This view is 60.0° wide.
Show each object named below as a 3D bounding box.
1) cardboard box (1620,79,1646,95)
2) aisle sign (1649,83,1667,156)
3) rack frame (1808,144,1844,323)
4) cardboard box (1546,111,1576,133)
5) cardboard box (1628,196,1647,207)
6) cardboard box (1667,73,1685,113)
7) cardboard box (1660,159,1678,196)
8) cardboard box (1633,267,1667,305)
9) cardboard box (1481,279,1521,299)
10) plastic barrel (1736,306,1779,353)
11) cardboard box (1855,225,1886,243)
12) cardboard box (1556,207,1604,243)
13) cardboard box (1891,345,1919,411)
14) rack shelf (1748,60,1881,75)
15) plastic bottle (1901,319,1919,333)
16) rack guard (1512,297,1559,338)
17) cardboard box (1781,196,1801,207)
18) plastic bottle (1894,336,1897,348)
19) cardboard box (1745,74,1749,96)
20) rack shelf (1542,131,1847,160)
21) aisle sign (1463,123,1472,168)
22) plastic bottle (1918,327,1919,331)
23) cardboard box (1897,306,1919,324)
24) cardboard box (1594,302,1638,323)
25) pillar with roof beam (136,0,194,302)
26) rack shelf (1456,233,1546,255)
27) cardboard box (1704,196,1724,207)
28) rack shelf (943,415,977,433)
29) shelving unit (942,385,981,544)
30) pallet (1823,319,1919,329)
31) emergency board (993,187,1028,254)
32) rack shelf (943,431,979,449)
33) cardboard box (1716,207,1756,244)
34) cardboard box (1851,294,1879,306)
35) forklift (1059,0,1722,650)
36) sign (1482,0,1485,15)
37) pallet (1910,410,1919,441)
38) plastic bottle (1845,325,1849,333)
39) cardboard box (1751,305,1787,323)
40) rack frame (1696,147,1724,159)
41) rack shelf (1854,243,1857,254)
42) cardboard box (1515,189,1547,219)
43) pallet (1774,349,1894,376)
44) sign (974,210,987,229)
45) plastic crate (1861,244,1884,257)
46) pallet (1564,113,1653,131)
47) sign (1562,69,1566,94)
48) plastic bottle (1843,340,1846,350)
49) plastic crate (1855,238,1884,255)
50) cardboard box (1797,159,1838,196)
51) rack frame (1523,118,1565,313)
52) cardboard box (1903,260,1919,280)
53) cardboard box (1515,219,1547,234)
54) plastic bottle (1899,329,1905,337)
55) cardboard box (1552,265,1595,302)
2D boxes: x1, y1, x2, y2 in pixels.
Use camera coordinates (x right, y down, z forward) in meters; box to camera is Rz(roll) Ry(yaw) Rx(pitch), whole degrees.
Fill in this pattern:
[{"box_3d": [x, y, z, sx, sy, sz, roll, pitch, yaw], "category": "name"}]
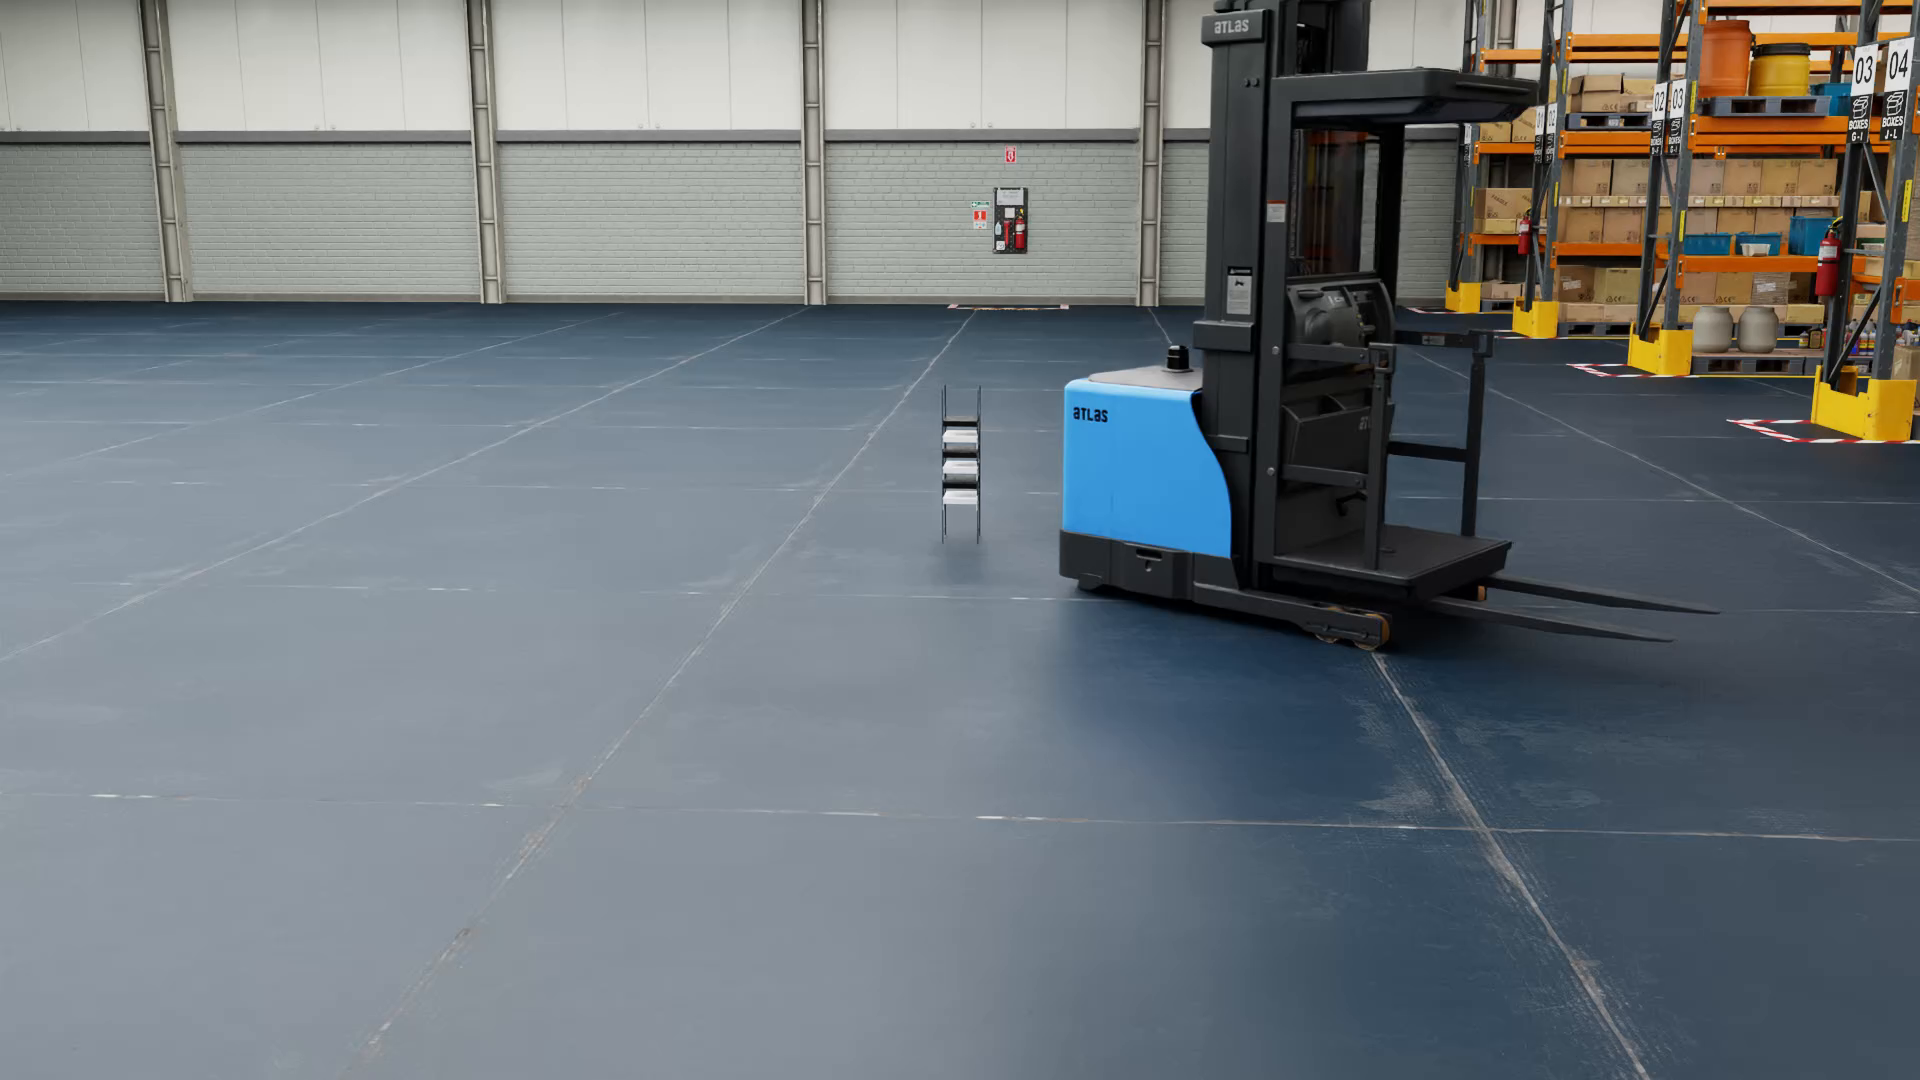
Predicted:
[{"box_3d": [11.003, -7.360, 27.564, 0.500, 0.500, 0.500, 0, 12, 2], "category": "cardboard box"}, {"box_3d": [7.885, -4.746, 18.783, 0.004, 0.787, 0.394, 1, 12, 4], "category": "aisle sign"}, {"box_3d": [12.263, -4.369, 23.330, 0.127, 3.000, 1.000, 1, 12, 4], "category": "rack frame"}, {"box_3d": [9.968, -6.887, 27.745, 0.500, 0.500, 0.500, 1, 12, 6], "category": "cardboard box"}, {"box_3d": [9.413, -4.731, 23.228, 0.250, 0.149, 0.380, 1, 12, 3], "category": "cardboard box"}, {"box_3d": [9.911, -6.137, 22.842, 0.500, 0.500, 0.500, 1, 12, 4], "category": "cardboard box"}, {"box_3d": [9.818, -5.086, 23.341, 0.500, 0.500, 0.700, 1, 12, 4], "category": "cardboard box"}, {"box_3d": [9.791, -3.587, 23.450, 0.500, 0.500, 0.500, 1, 12, 4], "category": "cardboard box"}, {"box_3d": [9.284, -4.308, 28.527, 0.500, 0.311, 0.500, -1, 12, -3], "category": "cardboard box"}, {"box_3d": [9.099, -2.400, 18.965, 0.421, 0.512, 0.421, 0, 12, 0], "category": "plastic barrel"}, {"box_3d": [12.757, -4.298, 23.356, 0.500, 0.250, 0.500, 2, 12, 7], "category": "cardboard box"}, {"box_3d": [8.737, -4.464, 23.539, 0.500, 0.500, 0.700, 1, 12, 4], "category": "cardboard box"}, {"box_3d": [8.228, -1.371, 14.073, 0.500, 0.500, 0.500, 3, 12, 14], "category": "cardboard box"}, {"box_3d": [14.586, -7.743, 27.538, 4.000, 0.370, 1.077, 1, 12, 4], "category": "rack shelf"}, {"box_3d": [10.962, -2.375, 19.190, 0.185, 0.351, 0.144, 0, 12, 1], "category": "plastic bottle"}, {"box_3d": [8.248, -3.201, 23.849, 0.348, 0.500, 1.175, 1, 12, 4], "category": "rack guard"}, {"box_3d": [11.469, -4.703, 23.095, 0.250, 0.149, 0.380, 0, 12, 2], "category": "cardboard box"}, {"box_3d": [10.369, -2.195, 18.524, 0.097, 0.271, 0.097, 0, 12, 0], "category": "plastic bottle"}, {"box_3d": [10.628, -6.211, 23.186, 0.637, 0.503, 0.797, 2, 12, 10], "category": "cardboard box"}, {"box_3d": [10.268, -5.513, 23.228, 4.000, 0.370, 1.077, 1, 12, 4], "category": "rack shelf"}, {"box_3d": [8.507, -6.648, 27.876, 0.004, 0.787, 0.394, 1, 12, 4], "category": "aisle sign"}, {"box_3d": [10.998, -2.311, 19.077, 0.097, 0.271, 0.097, 0, 12, 0], "category": "plastic bottle"}, {"box_3d": [13.159, -3.166, 23.266, 0.500, 0.250, 0.500, 1, 12, 5], "category": "cardboard box"}, {"box_3d": [9.291, -3.225, 23.549, 0.500, 0.250, 0.500, 1, 12, 4], "category": "cardboard box"}, {"box_3d": [-14.879, -7.989, 25.980, 0.400, 9.000, 9.100, 1, 12, 4], "category": "pillar with roof beam"}, {"box_3d": [10.595, -5.057, 28.373, 4.000, 0.370, 1.077, 1, 12, 4], "category": "rack shelf"}, {"box_3d": [10.445, -4.717, 23.161, 0.250, 0.149, 0.380, 1, 12, 6], "category": "cardboard box"}, {"box_3d": [0.008, -0.672, 9.627, 0.200, 0.077, 0.258, 1, 12, 4], "category": "rack shelf"}, {"box_3d": [0.008, -0.440, 9.675, 0.210, 0.900, 0.258, 1, 12, 4], "category": "shelving unit"}, {"box_3d": [13.001, -3.002, 23.606, 1.213, 0.211, 1.003, 1, 12, 4], "category": "pallet"}, {"box_3d": [0.906, -5.727, 29.821, 0.643, 1.169, 0.194, 1, 12, 4], "category": "emergency board"}, {"box_3d": [0.008, -0.584, 9.645, 0.200, 0.077, 0.258, 1, 12, 4], "category": "rack shelf"}, {"box_3d": [10.793, -4.437, 23.408, 0.500, 0.500, 0.700, 1, 12, 5], "category": "cardboard box"}, {"box_3d": [12.659, -3.447, 23.241, 0.500, 0.311, 0.500, 1, 12, 4], "category": "cardboard box"}, {"box_3d": [1.951, -1.063, 7.693, 3.031, 2.935, 1.130, 10, 16, 40], "category": "forklift"}, {"box_3d": [8.563, -8.758, 27.182, 0.005, 0.325, 0.100, 1, 12, 4], "category": "sign"}, {"box_3d": [8.490, -1.016, 14.110, 1.213, 0.211, 1.003, 1, 12, 4], "category": "pallet"}, {"box_3d": [10.187, -2.348, 19.244, 0.135, 0.276, 0.152, 0, 12, 2], "category": "plastic bottle"}, {"box_3d": [11.288, -3.200, 23.428, 0.500, 0.250, 0.500, 1, 12, 4], "category": "cardboard box"}, {"box_3d": [12.590, -5.381, 28.169, 0.127, 3.000, 1.000, 1, 12, 4], "category": "rack frame"}, {"box_3d": [14.259, -3.990, 23.273, 4.000, 0.370, 1.077, 1, 12, 4], "category": "rack shelf"}, {"box_3d": [9.548, -5.663, 28.000, 0.500, 0.500, 0.500, 1, 12, 4], "category": "cardboard box"}, {"box_3d": [10.040, -2.027, 18.940, 1.213, 0.211, 1.003, 1, 12, 4], "category": "pallet"}, {"box_3d": [0.361, -5.773, 29.954, 0.234, 0.329, 0.001, 1, 12, 4], "category": "sign"}, {"box_3d": [10.291, -3.199, 18.379, 0.437, 0.136, 0.530, 1, 12, 4], "category": "plastic crate"}, {"box_3d": [8.976, -5.834, 23.222, 1.213, 0.211, 1.003, 1, 12, 4], "category": "pallet"}, {"box_3d": [8.229, -6.246, 22.646, 0.005, 0.325, 0.100, 1, 12, 4], "category": "sign"}, {"box_3d": [9.829, -2.168, 18.566, 0.097, 0.201, 0.097, 0, 12, 0], "category": "plastic bottle"}, {"box_3d": [10.593, -3.330, 18.879, 0.662, 0.188, 0.450, 1, 12, 4], "category": "plastic crate"}, {"box_3d": [11.820, -5.058, 23.210, 0.500, 0.500, 0.700, 1, 12, 4], "category": "cardboard box"}, {"box_3d": [8.272, -4.424, 23.592, 0.127, 3.000, 1.000, 1, 12, 4], "category": "rack frame"}, {"box_3d": [7.875, -2.225, 13.692, 0.250, 0.149, 0.380, 1, 12, 4], "category": "cardboard box"}, {"box_3d": [9.584, -5.297, 28.081, 0.500, 0.250, 0.500, 0, 12, 2], "category": "cardboard box"}, {"box_3d": [10.597, -2.225, 18.639, 0.133, 0.283, 0.061, 1, 12, 4], "category": "plastic bottle"}, {"box_3d": [8.827, -3.704, 24.009, 0.500, 0.500, 0.500, 1, 12, 4], "category": "cardboard box"}]
